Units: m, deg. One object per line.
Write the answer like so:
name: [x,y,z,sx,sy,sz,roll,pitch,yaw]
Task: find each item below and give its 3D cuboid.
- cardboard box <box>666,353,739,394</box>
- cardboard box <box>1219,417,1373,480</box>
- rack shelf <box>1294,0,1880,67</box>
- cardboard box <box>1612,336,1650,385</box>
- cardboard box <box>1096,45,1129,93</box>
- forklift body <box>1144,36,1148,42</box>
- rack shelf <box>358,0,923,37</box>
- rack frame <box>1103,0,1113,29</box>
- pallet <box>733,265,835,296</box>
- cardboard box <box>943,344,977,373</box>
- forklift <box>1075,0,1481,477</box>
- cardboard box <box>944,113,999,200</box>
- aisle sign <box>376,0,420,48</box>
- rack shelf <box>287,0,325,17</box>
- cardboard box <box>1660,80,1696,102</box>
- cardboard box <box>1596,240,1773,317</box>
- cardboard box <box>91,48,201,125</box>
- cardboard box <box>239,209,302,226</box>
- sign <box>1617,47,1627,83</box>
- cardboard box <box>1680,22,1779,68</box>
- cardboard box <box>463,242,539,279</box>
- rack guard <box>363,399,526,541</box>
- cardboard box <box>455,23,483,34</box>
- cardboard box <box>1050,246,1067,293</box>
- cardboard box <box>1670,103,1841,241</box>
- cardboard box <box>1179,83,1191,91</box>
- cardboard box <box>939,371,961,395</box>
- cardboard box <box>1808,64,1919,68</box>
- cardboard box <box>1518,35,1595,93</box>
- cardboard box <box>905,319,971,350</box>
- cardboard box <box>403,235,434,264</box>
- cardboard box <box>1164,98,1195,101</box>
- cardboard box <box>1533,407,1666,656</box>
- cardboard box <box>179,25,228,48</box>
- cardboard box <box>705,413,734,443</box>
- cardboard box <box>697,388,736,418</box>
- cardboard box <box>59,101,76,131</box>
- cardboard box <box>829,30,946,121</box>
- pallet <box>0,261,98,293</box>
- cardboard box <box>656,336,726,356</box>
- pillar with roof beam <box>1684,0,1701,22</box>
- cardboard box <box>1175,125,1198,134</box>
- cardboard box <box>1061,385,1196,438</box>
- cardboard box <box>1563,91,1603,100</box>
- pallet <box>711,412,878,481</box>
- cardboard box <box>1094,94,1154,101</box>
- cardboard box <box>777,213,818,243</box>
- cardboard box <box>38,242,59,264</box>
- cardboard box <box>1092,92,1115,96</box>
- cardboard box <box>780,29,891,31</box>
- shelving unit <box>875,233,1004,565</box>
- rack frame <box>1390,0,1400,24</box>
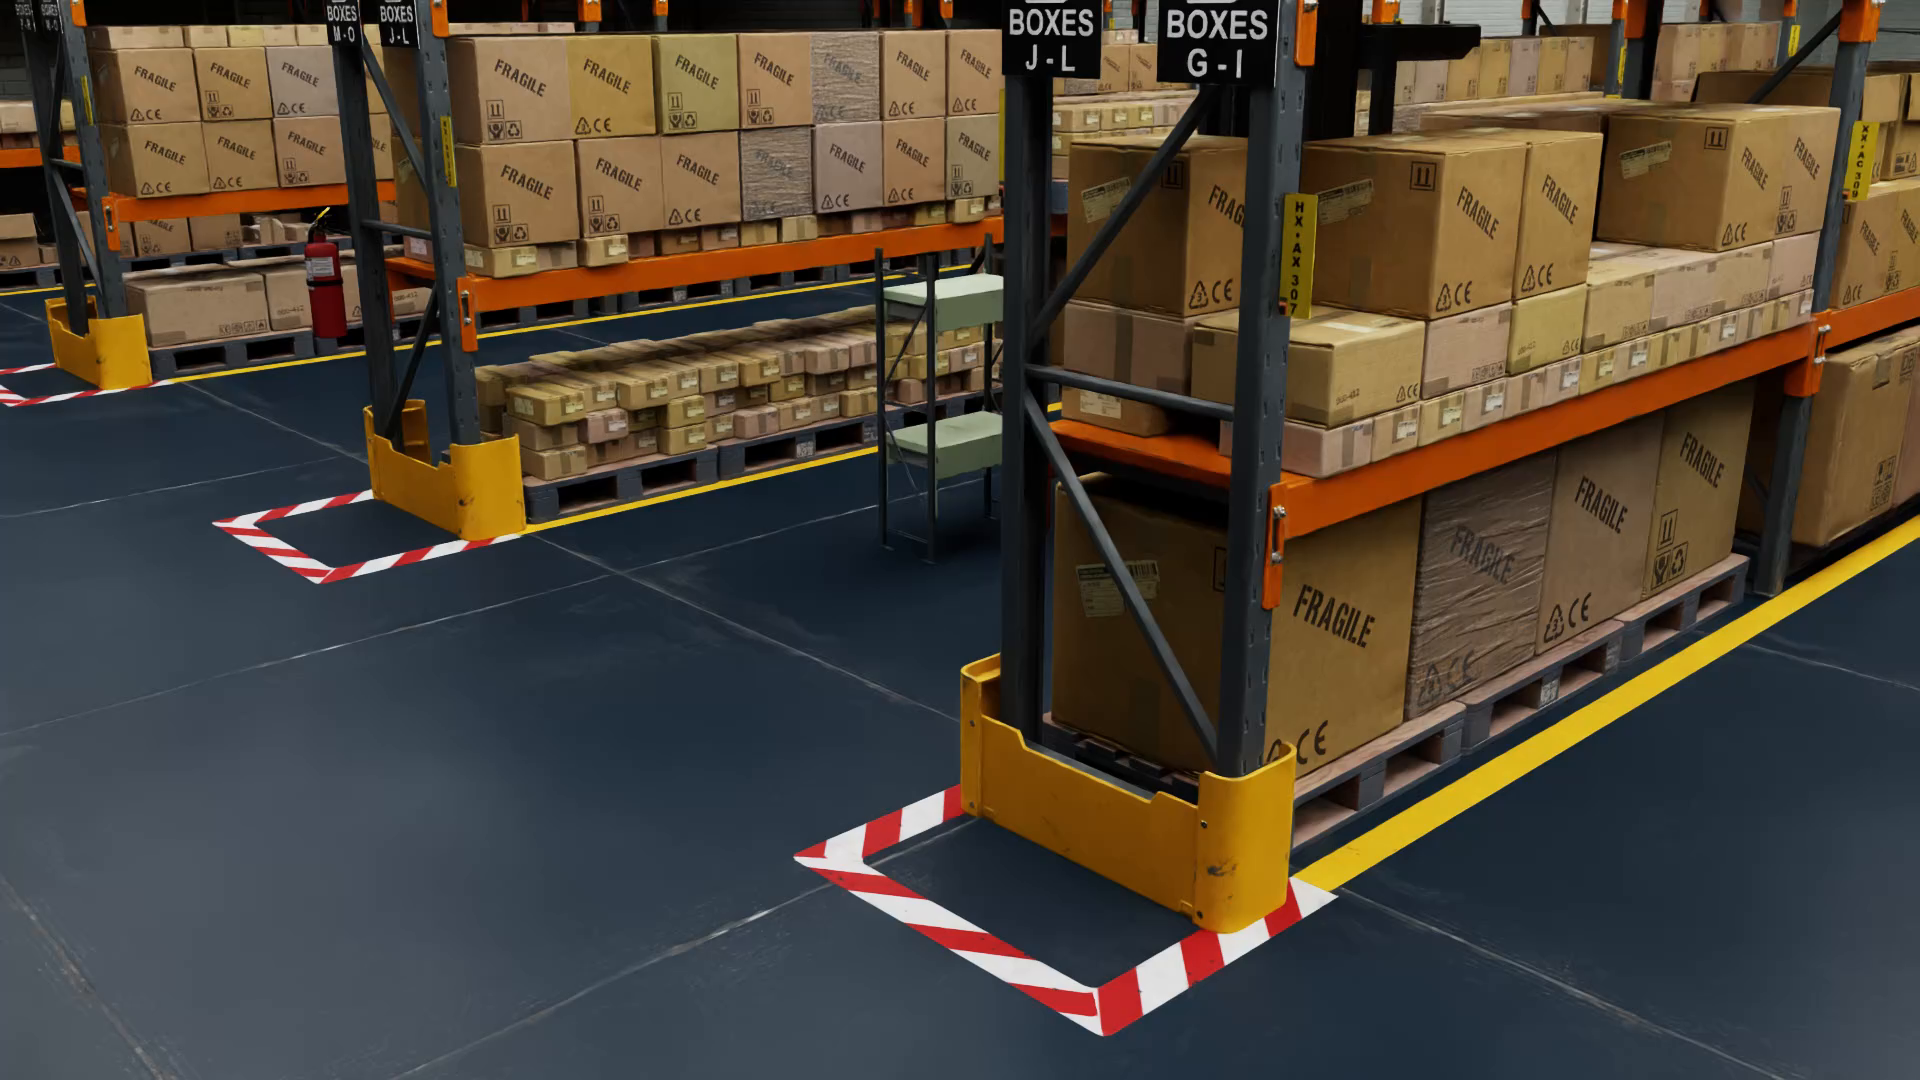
cardboard box: [-1.481,-0.961,9.564,0.250,0.149,0.380,-15,23,-39]
cardboard box: [1.004,-0.311,4.988,0.250,0.149,0.380,-16,24,-40]
rack shelf: [1.973,-1.938,5.900,4.000,0.370,1.077,-16,24,-41]
cardboard box: [2.310,-0.693,6.167,0.250,0.149,0.380,-16,24,-40]
cardboard box: [1.514,-5.219,18.393,0.500,0.500,0.500,-15,23,-39]
forklift body: [1.799,-5.938,23.311,1.214,2.155,2.313,-16,24,-41]
rack shelf: [-1.362,-3.071,9.395,4.000,0.370,1.077,-16,24,-41]
rack frame: [1.924,-7.152,25.680,0.127,3.000,1.000,-16,24,-41]
pallet: [-1.987,-2.611,16.197,1.213,0.211,1.003,-16,24,-41]
cardboard box: [-0.107,-1.197,10.772,0.380,0.149,0.250,16,24,41]
forklift: [2.126,-1.835,9.393,3.031,2.935,1.130,-12,21,-32]
cardboard box: [-0.066,-2.433,10.481,0.500,0.500,0.500,-16,24,-41]
aisle sign: [-2.662,-2.716,7.783,0.004,0.787,0.394,-16,24,-41]
rack shelf: [-8.249,-5.270,16.179,4.000,0.370,1.077,-16,24,-41]
cardboard box: [7.022,-4.467,17.155,0.550,0.550,0.875,-16,24,-41]
cardboard box: [2.911,-1.084,6.727,0.500,0.250,0.500,-15,23,-39]
cardboard box: [-5.745,-3.211,11.742,0.500,0.500,0.500,-17,25,-42]
cardboard box: [-7.438,-3.443,17.919,0.500,0.311,0.500,-15,23,-39]
sign: [6.284,-4.499,15.747,0.005,0.325,0.100,-16,24,-41]
cardboard box: [8.515,-5.468,18.491,0.550,0.550,0.875,-16,24,-41]
cardboard box: [-2.354,-1.438,8.463,0.250,0.149,0.380,-17,24,-41]
rack guard: [-2.760,-0.389,8.875,0.348,0.500,1.175,-16,24,-41]
cardboard box: [-4.014,-4.053,13.287,0.250,0.149,0.380,-17,24,-41]
cardboard box: [0.810,-1.875,11.559,0.500,0.250,0.500,17,24,41]
cardboard box: [3.275,-1.546,6.936,0.500,0.500,0.500,-15,23,-39]
cardboard box: [2.941,-5.413,19.671,0.500,0.500,0.500,-16,24,-41]
cardboard box: [-0.206,-1.058,10.825,0.250,0.149,0.380,-15,23,-39]
cardboard box: [4.832,-2.217,8.670,0.637,0.503,0.797,-15,23,-39]
cardboard box: [5.548,-4.522,15.784,0.500,0.500,0.700,-17,24,-42]
cardboard box: [-0.147,-1.340,10.730,0.250,0.149,0.380,-16,24,-40]
cardboard box: [-2.772,-1.575,8.887,0.250,0.149,0.380,-16,24,-41]
cardboard box: [1.633,-3.028,11.721,0.250,0.149,0.380,-15,23,-39]
cardboard box: [2.237,-0.153,6.858,0.875,0.875,0.875,-16,24,-41]
cardboard box: [-5.432,-3.596,11.877,0.250,0.149,0.380,-15,23,-39]
cardboard box: [-1.524,-0.678,9.654,0.250,0.149,0.380,-16,24,-41]
cardboard box: [-1.515,-0.825,9.626,0.380,0.149,0.250,16,24,41]
cardboard box: [-8.455,-4.083,15.974,0.500,0.250,0.500,-17,24,-42]
cardboard box: [-0.436,-2.803,10.002,0.500,0.500,0.500,17,25,42]
pallet: [-9.068,-2.620,16.225,1.213,0.211,1.003,-16,24,-41]
cardboard box: [-1.625,-1.123,10.060,0.380,0.149,0.250,17,25,42]
pillar with roof beam: [21.195,-14.181,37.632,0.400,9.000,9.100,-16,24,-41]
cardboard box: [1.451,-2.835,11.609,0.250,0.149,0.380,-15,23,-39]
cardboard box: [0.552,-0.459,5.444,0.250,0.149,0.380,-16,24,-40]
cardboard box: [5.709,-3.982,15.741,0.500,0.500,0.500,-16,24,-41]
pallet: [-1.259,-0.673,10.219,1.213,0.211,1.003,-16,24,-41]
cardboard box: [1.197,-3.178,12.184,0.380,0.149,0.250,17,24,41]
cardboard box: [-1.042,-1.830,9.672,0.250,0.149,0.380,-16,24,-40]
cardboard box: [-8.857,-2.795,16.183,0.380,0.149,0.250,17,24,42]
cardboard box: [1.495,-4.889,18.427,0.250,0.149,0.380,-16,24,-41]
cardboard box: [-0.770,-2.920,10.362,0.500,0.500,0.500,17,25,42]
shelving unit: [0.005,-0.715,8.258,0.755,1.500,0.431,-16,24,-41]
rack frame: [5.337,-6.040,22.252,0.127,3.000,1.000,-16,24,-41]
